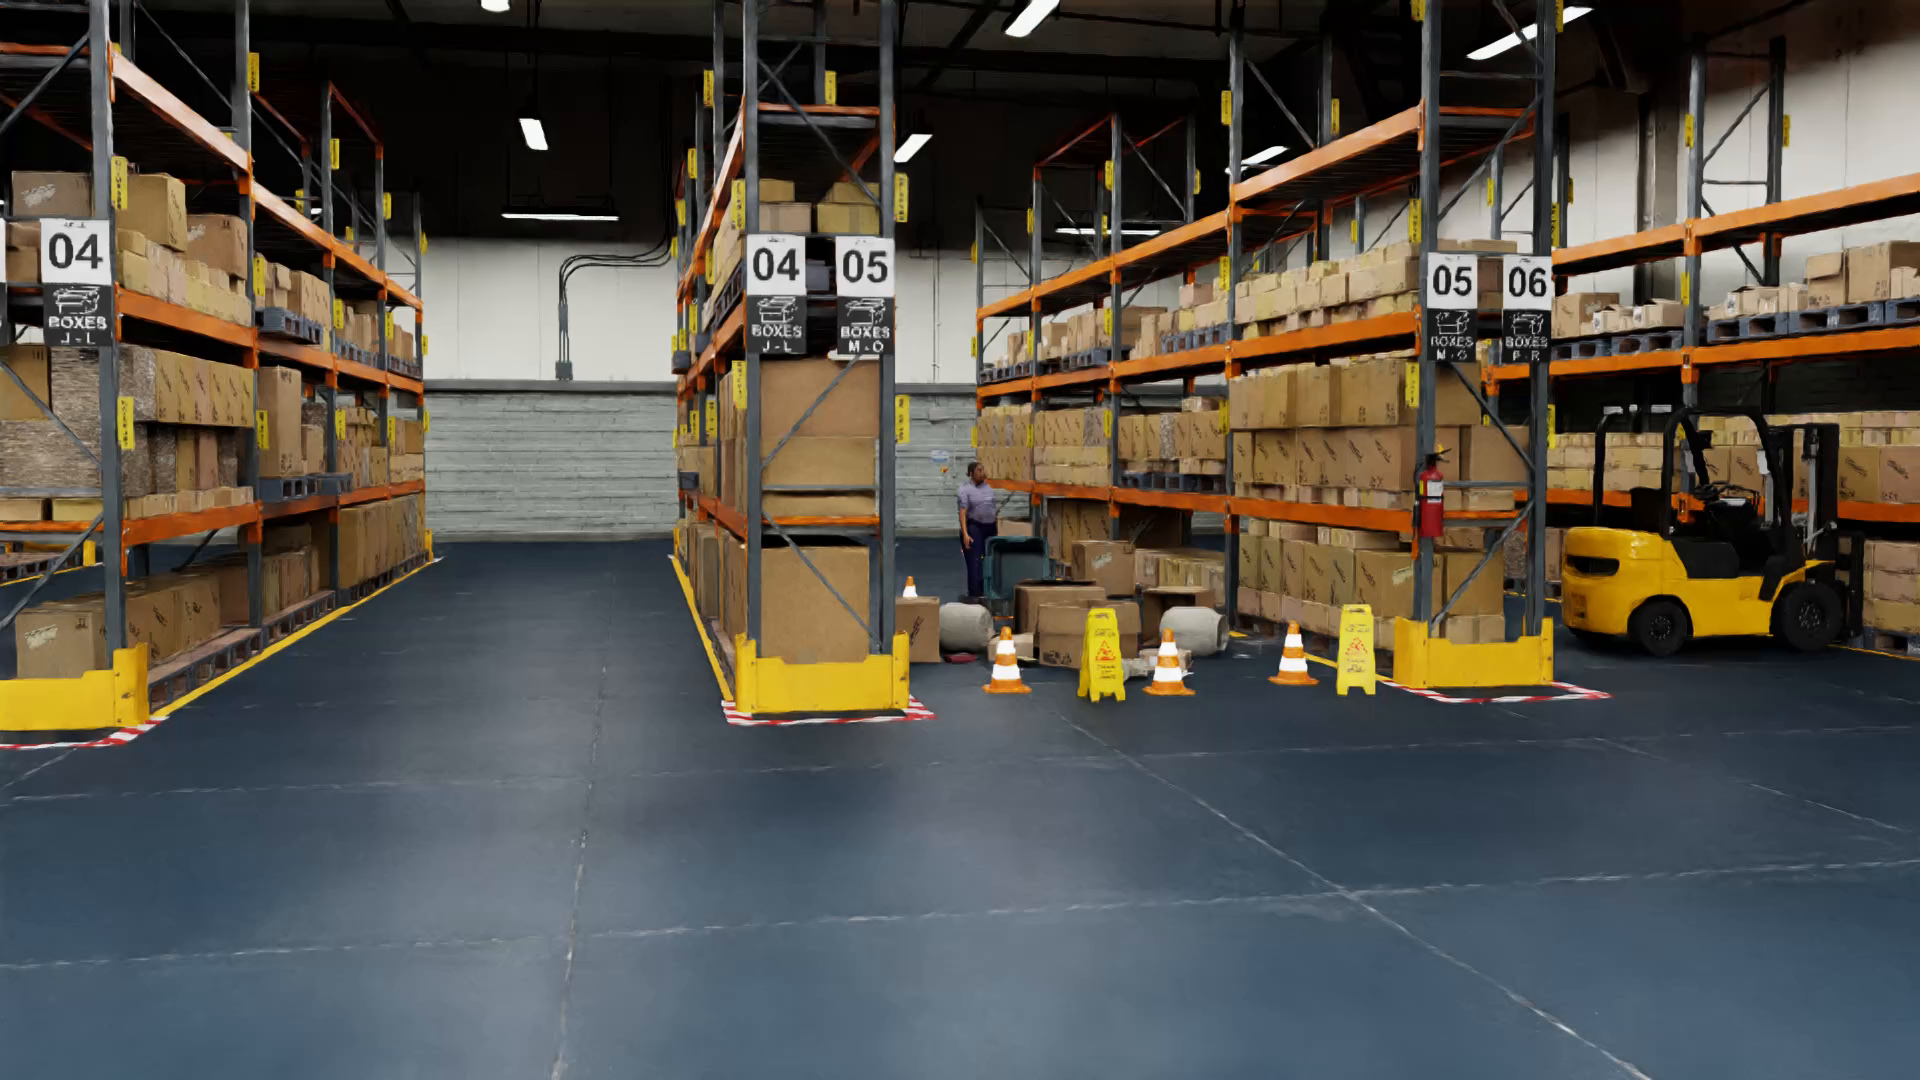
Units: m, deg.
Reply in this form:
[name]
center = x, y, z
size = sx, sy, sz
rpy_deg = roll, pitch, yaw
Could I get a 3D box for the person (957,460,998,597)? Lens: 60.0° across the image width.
[person]
center = 0.220, -0.051, 18.017
size = 0.496, 1.630, 0.664
rpy_deg = -2, 4, -36
